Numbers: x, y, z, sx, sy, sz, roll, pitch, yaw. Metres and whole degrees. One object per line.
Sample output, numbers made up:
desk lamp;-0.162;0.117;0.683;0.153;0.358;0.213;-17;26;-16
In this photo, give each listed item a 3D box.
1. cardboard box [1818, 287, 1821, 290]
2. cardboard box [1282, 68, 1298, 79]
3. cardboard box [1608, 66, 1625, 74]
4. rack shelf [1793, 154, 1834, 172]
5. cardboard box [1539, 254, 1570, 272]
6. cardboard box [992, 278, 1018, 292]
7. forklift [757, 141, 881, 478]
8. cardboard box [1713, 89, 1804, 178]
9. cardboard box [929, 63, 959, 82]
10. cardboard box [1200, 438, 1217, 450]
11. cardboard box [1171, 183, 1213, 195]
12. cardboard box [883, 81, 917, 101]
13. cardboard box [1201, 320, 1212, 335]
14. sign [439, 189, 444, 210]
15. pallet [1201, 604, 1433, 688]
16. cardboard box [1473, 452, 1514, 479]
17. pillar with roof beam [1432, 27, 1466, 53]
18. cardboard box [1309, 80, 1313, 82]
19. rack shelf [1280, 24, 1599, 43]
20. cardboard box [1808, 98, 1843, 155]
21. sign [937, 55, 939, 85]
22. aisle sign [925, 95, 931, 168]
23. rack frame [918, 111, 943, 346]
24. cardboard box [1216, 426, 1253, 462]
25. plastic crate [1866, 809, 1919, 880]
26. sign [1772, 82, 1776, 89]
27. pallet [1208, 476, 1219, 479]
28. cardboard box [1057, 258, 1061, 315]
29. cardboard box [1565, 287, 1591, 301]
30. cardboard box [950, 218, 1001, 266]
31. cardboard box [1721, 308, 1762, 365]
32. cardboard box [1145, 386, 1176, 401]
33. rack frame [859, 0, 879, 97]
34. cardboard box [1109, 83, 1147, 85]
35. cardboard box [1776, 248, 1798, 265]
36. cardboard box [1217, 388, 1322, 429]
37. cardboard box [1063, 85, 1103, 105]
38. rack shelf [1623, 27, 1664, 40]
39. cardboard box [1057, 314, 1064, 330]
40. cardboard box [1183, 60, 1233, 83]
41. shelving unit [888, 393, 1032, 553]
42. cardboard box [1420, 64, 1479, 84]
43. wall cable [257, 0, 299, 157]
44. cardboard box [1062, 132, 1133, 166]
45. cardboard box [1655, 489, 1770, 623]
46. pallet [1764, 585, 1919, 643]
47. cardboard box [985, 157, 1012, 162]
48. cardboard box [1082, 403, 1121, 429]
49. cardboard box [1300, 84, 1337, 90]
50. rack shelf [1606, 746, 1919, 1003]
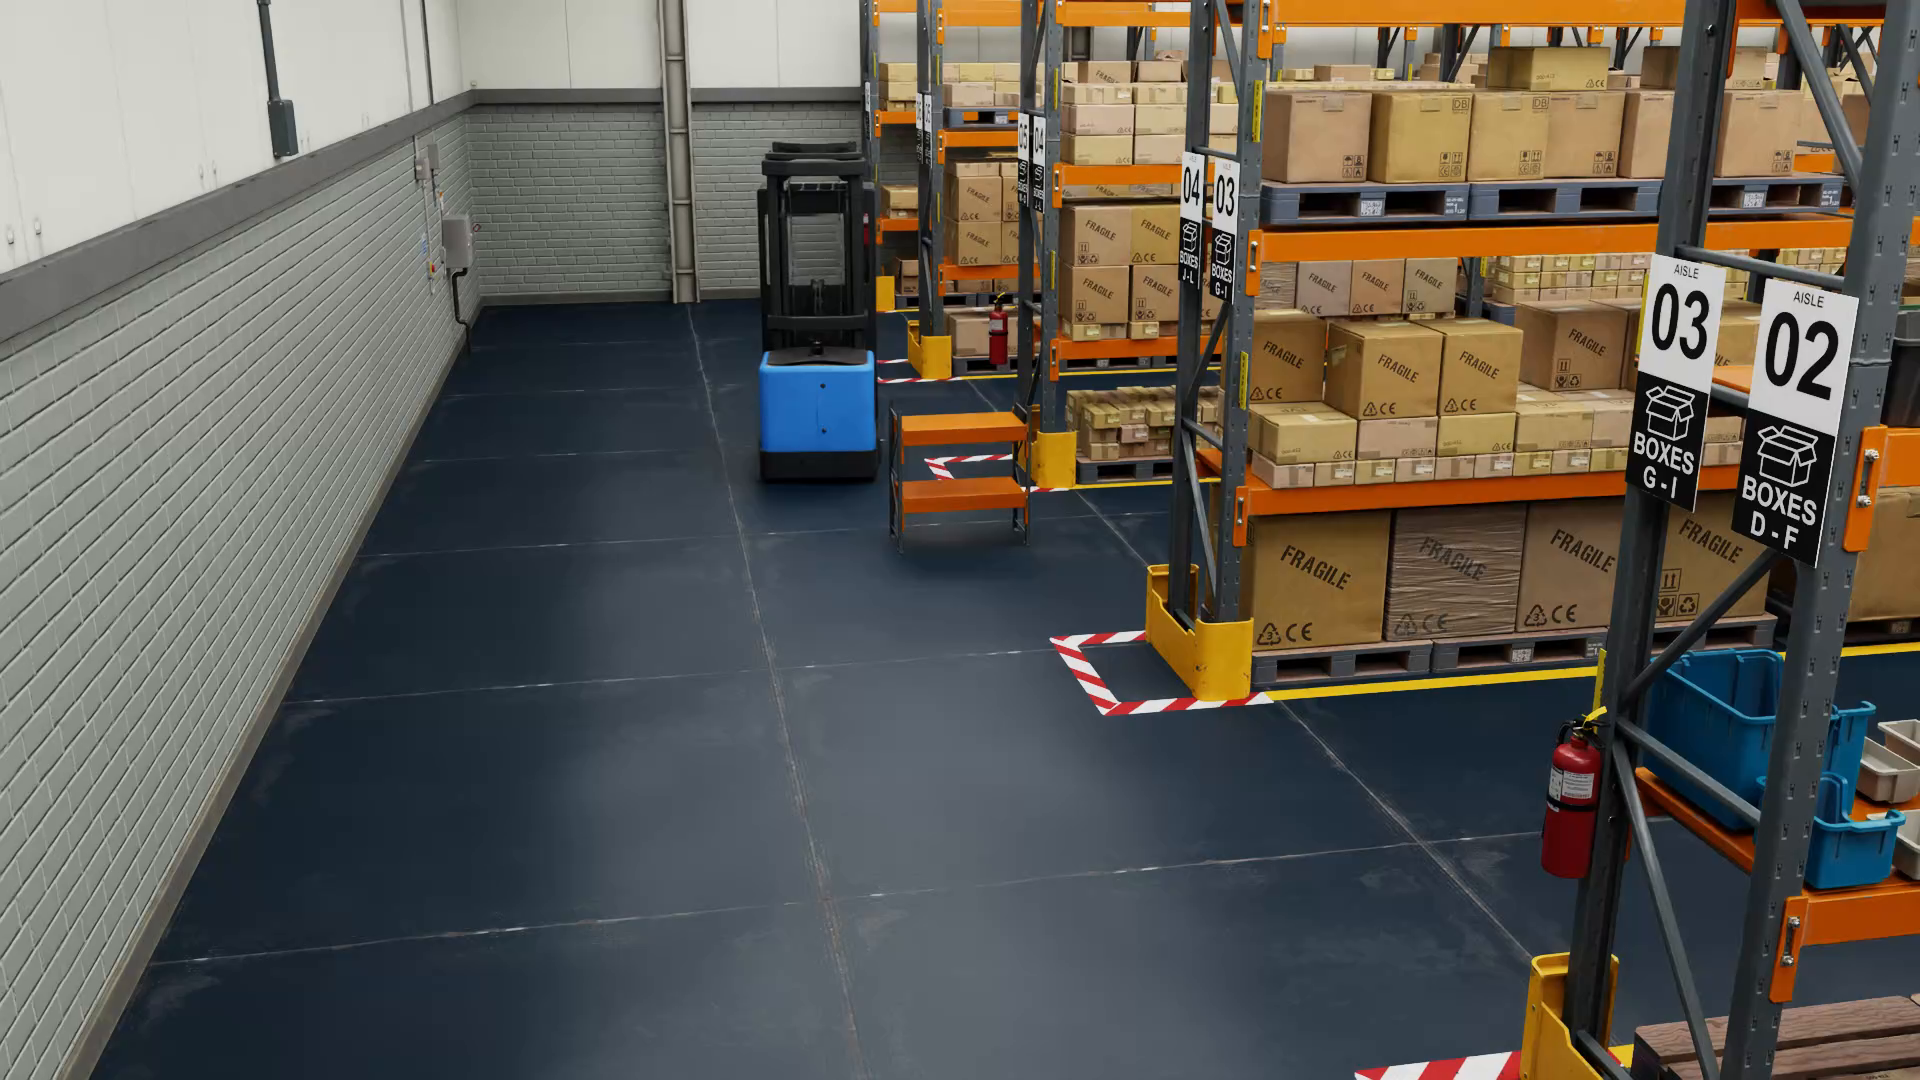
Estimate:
cardboard box;8.149;-2.428;15.820;0.250;0.149;0.380;-3;17;-10
cardboard box;4.916;-7.026;25.038;0.250;0.149;0.380;-3;17;-11
cardboard box;9.825;-7.111;25.514;0.500;0.311;0.500;-4;17;-12
rack shelf;6.582;-3.486;15.669;4.000;0.370;1.077;-3;17;-10
cardboard box;5.365;-2.556;15.225;0.250;0.149;0.380;-3;17;-9
cardboard box;0.711;-3.963;24.649;0.500;0.500;0.500;-3;17;-9
forklift;-1.346;-2.333;15.916;1.130;2.935;3.031;-1;17;-3
cardboard box;4.703;-2.518;10.237;0.500;0.500;0.700;-4;18;-14
cardboard box;-0.306;-6.632;23.585;0.500;0.250;0.500;-3;17;-11
cardboard box;2.254;-0.915;15.322;0.250;0.149;0.380;-3;17;-10
cardboard box;2.670;-4.100;19.678;0.500;0.500;0.500;-3;17;-11
cardboard box;-0.805;-6.364;23.563;0.500;0.250;0.500;-3;17;-11
cardboard box;2.087;-1.953;14.989;0.250;0.149;0.380;-3;17;-11
sign;-6.327;-4.143;20.286;0.001;0.242;0.339;-3;17;-10
pallet;2.303;0.640;10.870;1.213;0.211;1.003;-3;17;-10
cardboard box;3.206;-0.503;10.269;0.250;0.149;0.380;-3;17;-11
pillar with roof beam;8.488;-7.319;21.813;0.400;9.000;9.100;-3;17;-10
cardboard box;5.249;-6.781;24.748;0.250;0.149;0.380;-3;17;-10
rack shelf;5.544;-6.150;19.915;4.000;0.370;1.077;-3;17;-10
cardboard box;8.033;-3.884;15.569;0.500;0.500;0.500;-3;17;-10
sign;-0.248;-5.212;18.441;0.005;0.325;0.100;-3;17;-10
aisle sign;-0.363;-4.638;18.876;0.004;0.787;0.394;-3;17;-10
rack frame;-0.347;-3.483;19.543;0.127;3.000;1.000;-3;17;-10
cardboard box;1.820;-0.621;10.652;0.250;0.149;0.380;-3;17;-9
plastic crate;3.108;0.986;5.339;0.298;0.136;0.250;-3;17;-10
sign;5.348;-2.836;10.912;0.005;0.325;0.100;-3;17;-10
pallet;2.765;-0.835;15.671;1.213;0.211;1.003;-3;17;-10
cardboard box;1.083;-2.351;15.180;0.500;0.500;0.500;-3;17;-9
cardboard box;5.610;-2.284;15.353;0.250;0.149;0.380;-3;17;-10
cardboard box;0.179;-3.475;19.346;0.500;0.500;0.500;-3;17;-11
cardboard box;5.060;-1.175;10.501;0.500;0.500;0.500;-3;17;-9
cardboard box;1.917;-1.331;15.664;0.250;0.149;0.380;-4;18;-13
rack frame;-1.292;-7.782;23.320;0.127;3.000;1.000;-3;17;-10
cardboard box;1.474;-3.957;14.701;0.250;0.149;0.380;-4;17;-12
cardboard box;7.647;-2.685;15.644;0.250;0.149;0.380;-3;17;-9
cardboard box;1.958;-0.800;10.557;0.500;0.250;0.500;-4;17;-11
cardboard box;1.052;-3.806;14.210;0.250;0.149;0.380;-3;17;-11
rack shelf;12.453;-8.026;26.023;4.000;0.370;1.077;-3;17;-10
cardboard box;0.958;-2.041;15.277;0.250;0.149;0.380;-3;17;-10
cardboard box;2.963;-5.464;19.827;0.500;0.500;0.500;-3;17;-10
shelving unit;-0.007;-0.537;13.145;1.048;1.125;0.538;-3;17;-10
cardboard box;5.832;-5.429;19.885;0.500;0.500;0.500;-3;17;-10
wall cable;-4.673;-5.710;11.098;0.120;5.999;2.277;-3;17;-10
cardboard box;1.180;-3.375;14.338;0.500;0.250;0.500;-3;17;-8
cardboard box;4.797;-0.020;11.173;0.875;0.875;0.875;-3;17;-10
pallet;6.203;0.419;11.587;1.213;0.211;1.003;-3;17;-10
cardboard box;0.449;-4.456;19.734;0.250;0.149;0.380;-3;17;-11
cardboard box;1.270;-1.115;14.961;0.250;0.149;0.380;-4;18;-13
cardboard box;3.098;-3.901;14.518;0.250;0.149;0.380;-3;17;-11
rack shelf;4.436;1.034;6.061;4.000;0.370;1.077;-3;17;-10
